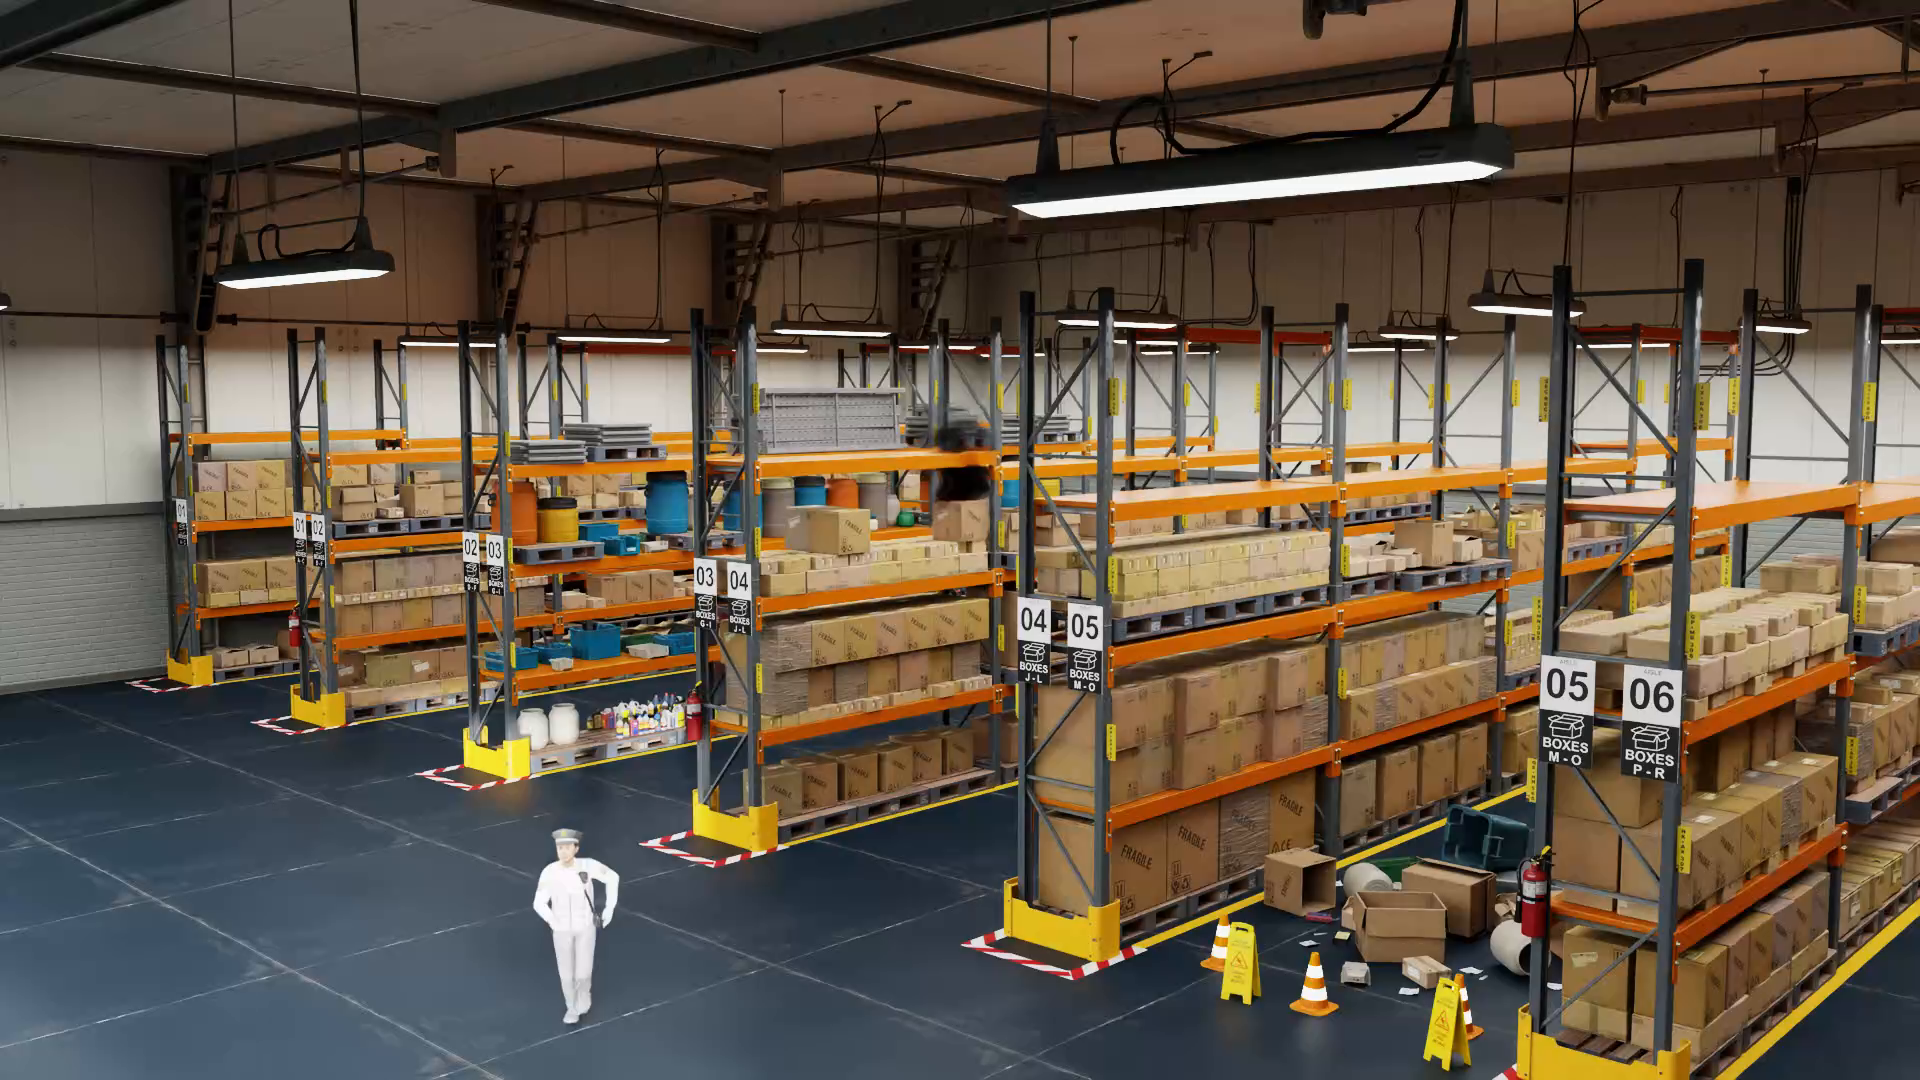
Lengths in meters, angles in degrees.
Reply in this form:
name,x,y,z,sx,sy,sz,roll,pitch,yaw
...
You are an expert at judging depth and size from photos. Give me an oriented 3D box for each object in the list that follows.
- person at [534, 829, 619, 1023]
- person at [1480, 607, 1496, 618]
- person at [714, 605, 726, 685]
name,x,y,z,sx,sy,sz,roll,pitch,yaw
person,-3.060,3.092,13.232,0.635,1.648,0.699,0,5,-4
person,8.097,1.904,25.519,0.525,1.739,0.690,-5,7,-41
person,-3.958,1.801,26.698,0.573,1.659,0.964,5,7,42
